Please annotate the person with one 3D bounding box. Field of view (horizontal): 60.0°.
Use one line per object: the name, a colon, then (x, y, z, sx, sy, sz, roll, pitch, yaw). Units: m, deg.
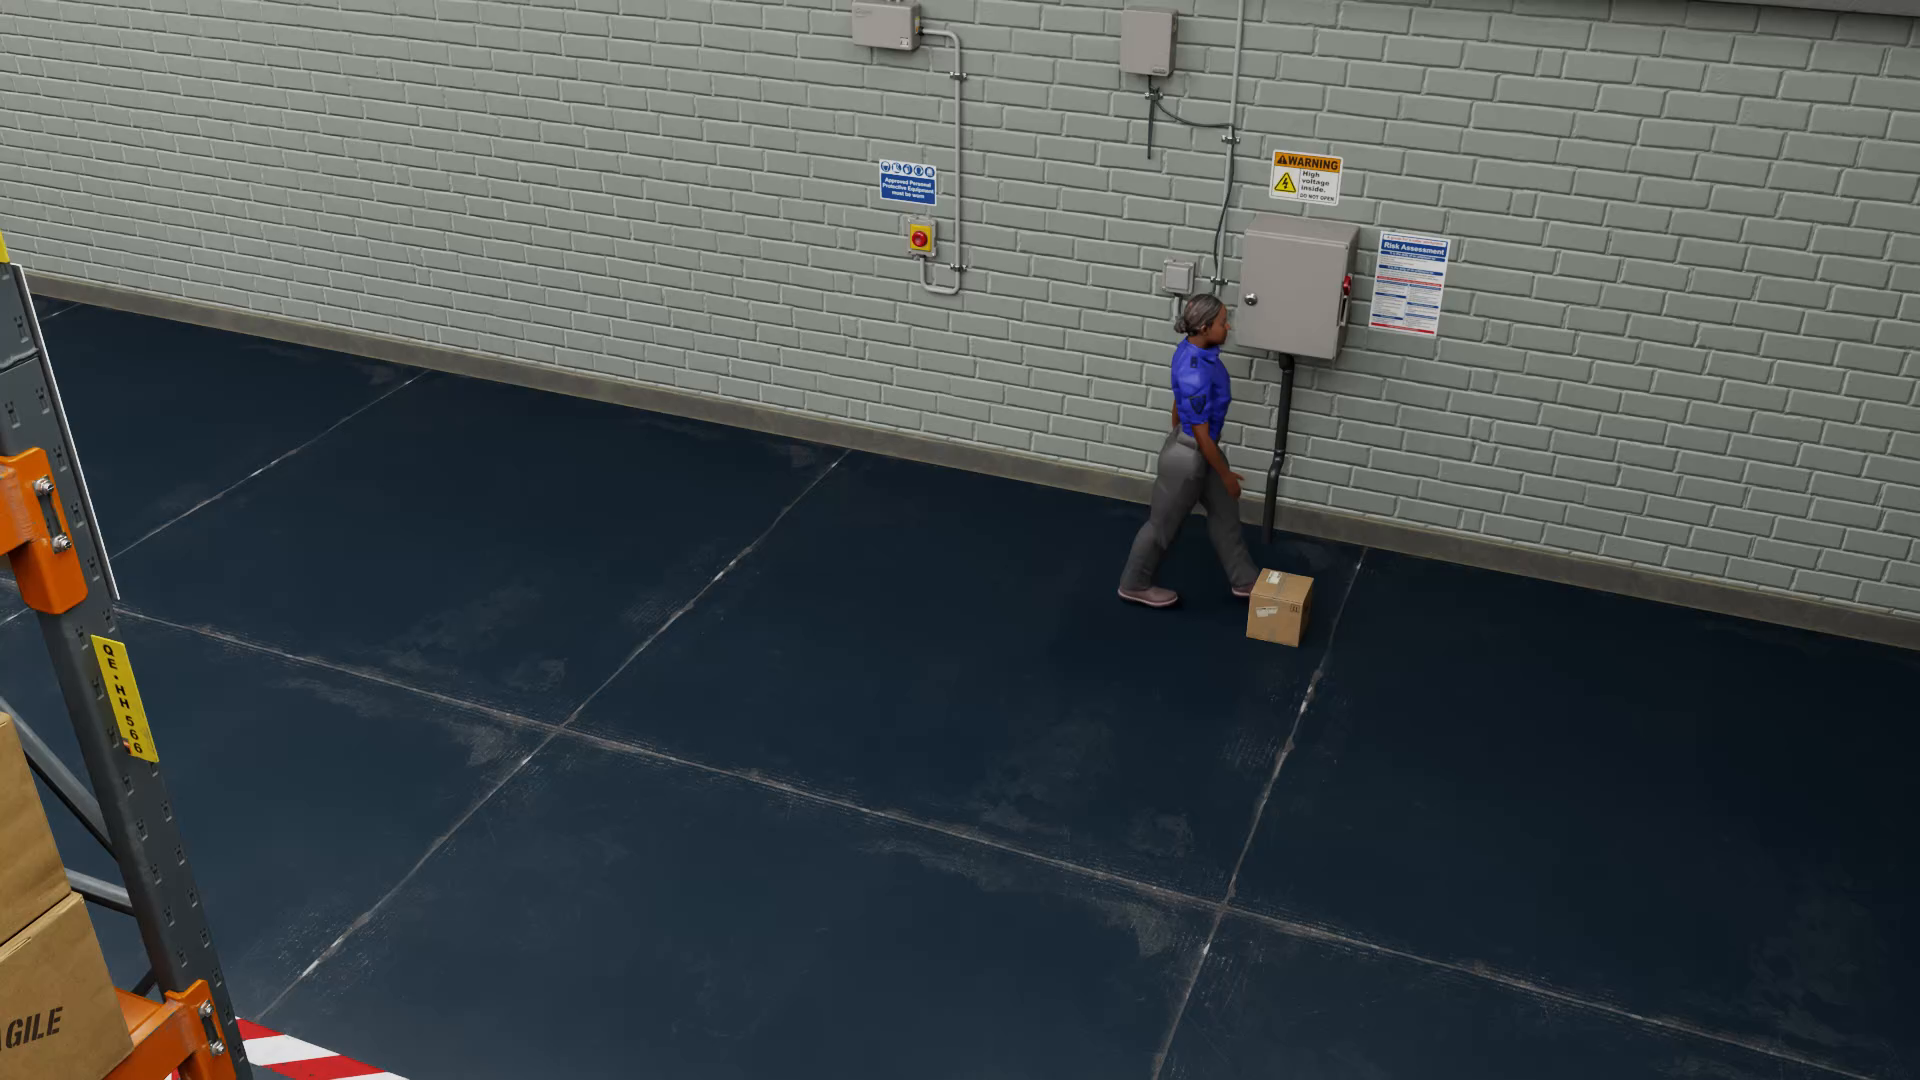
person: (1.190, -0.373, 7.758, 0.840, 1.629, 0.463, 7, 31, 13)
